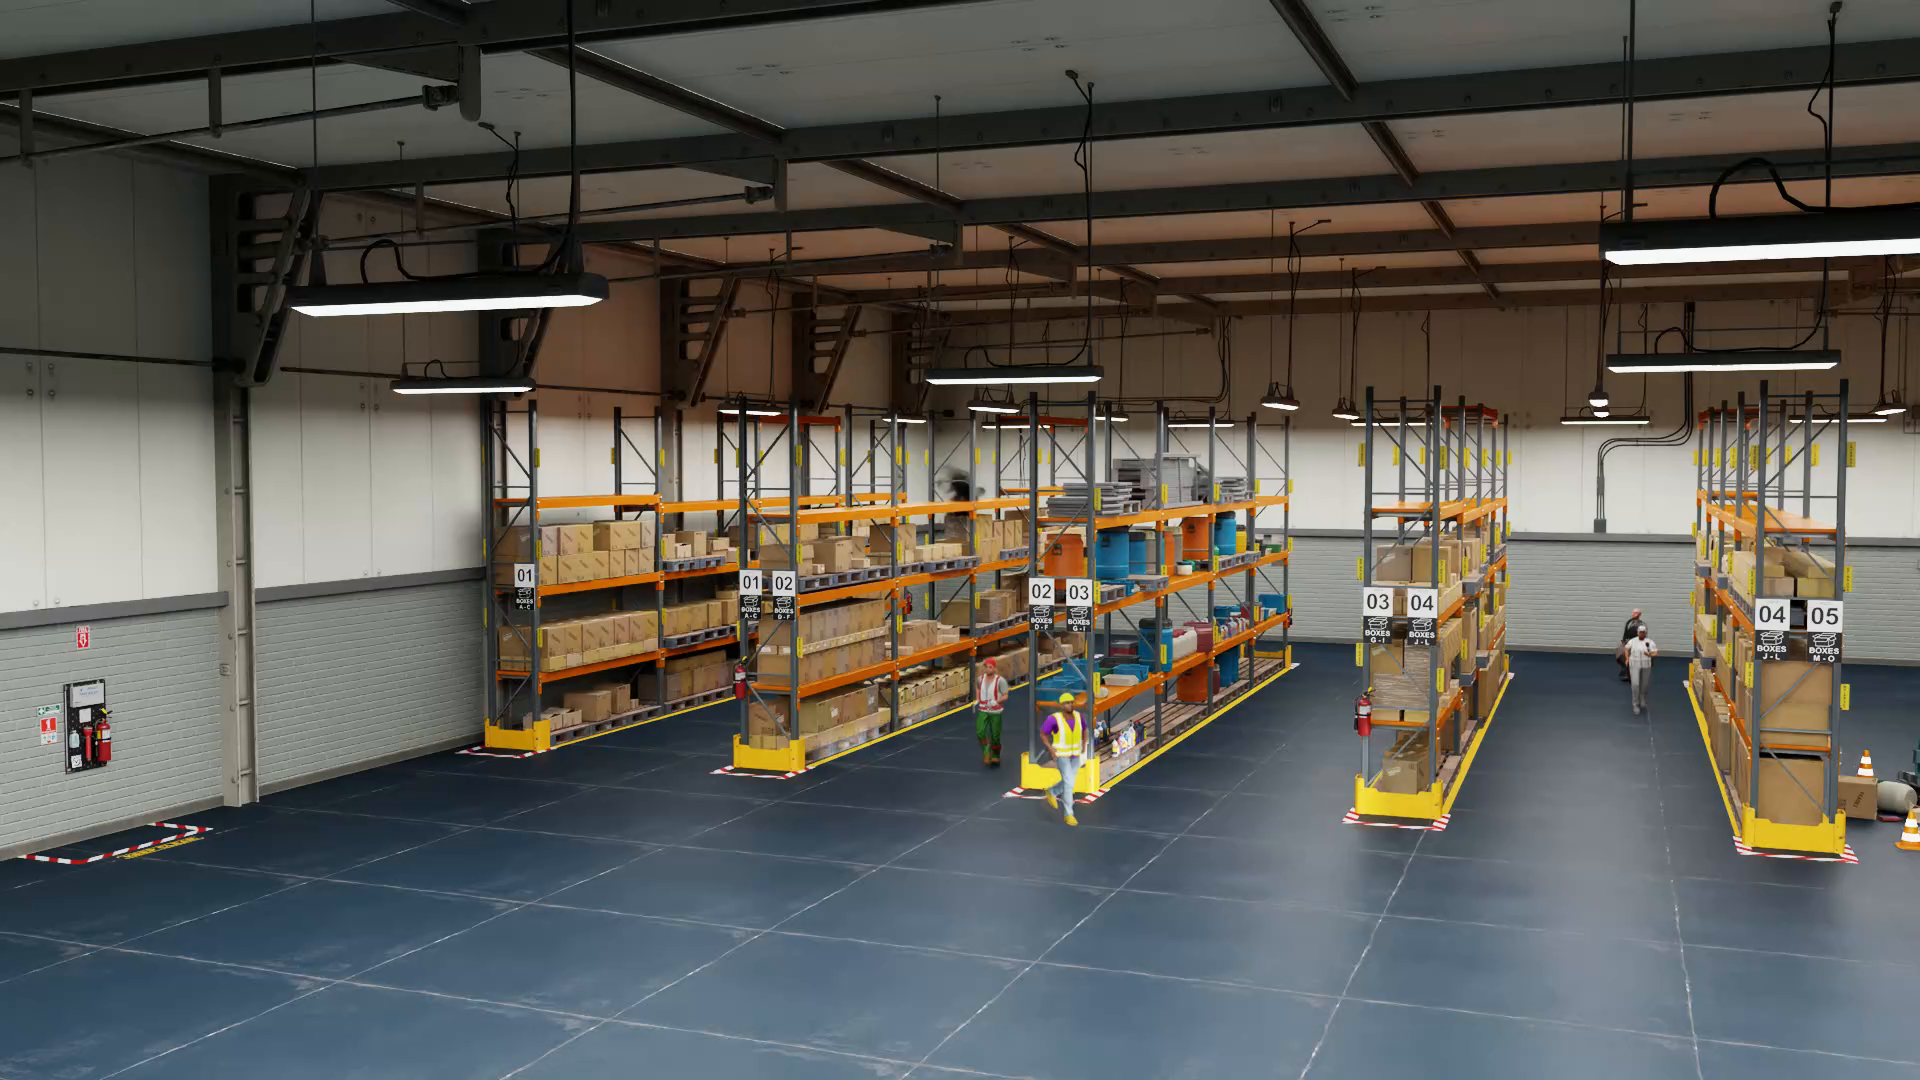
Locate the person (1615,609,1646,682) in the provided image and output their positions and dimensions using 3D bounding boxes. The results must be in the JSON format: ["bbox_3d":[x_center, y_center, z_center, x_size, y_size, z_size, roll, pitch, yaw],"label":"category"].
[{"bbox_3d":[14.882,2.350,36.985,0.547,1.655,0.610,-1,3,-27],"label":"person"}]

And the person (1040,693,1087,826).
[{"bbox_3d":[1.454,2.985,23.000,0.713,1.776,0.834,-1,3,-28],"label":"person"}]

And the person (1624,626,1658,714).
[{"bbox_3d":[13.448,2.537,32.840,0.594,1.689,0.895,1,3,17],"label":"person"}]

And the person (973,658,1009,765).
[{"bbox_3d":[0.479,2.779,26.899,0.645,1.742,0.731,1,3,19],"label":"person"}]
